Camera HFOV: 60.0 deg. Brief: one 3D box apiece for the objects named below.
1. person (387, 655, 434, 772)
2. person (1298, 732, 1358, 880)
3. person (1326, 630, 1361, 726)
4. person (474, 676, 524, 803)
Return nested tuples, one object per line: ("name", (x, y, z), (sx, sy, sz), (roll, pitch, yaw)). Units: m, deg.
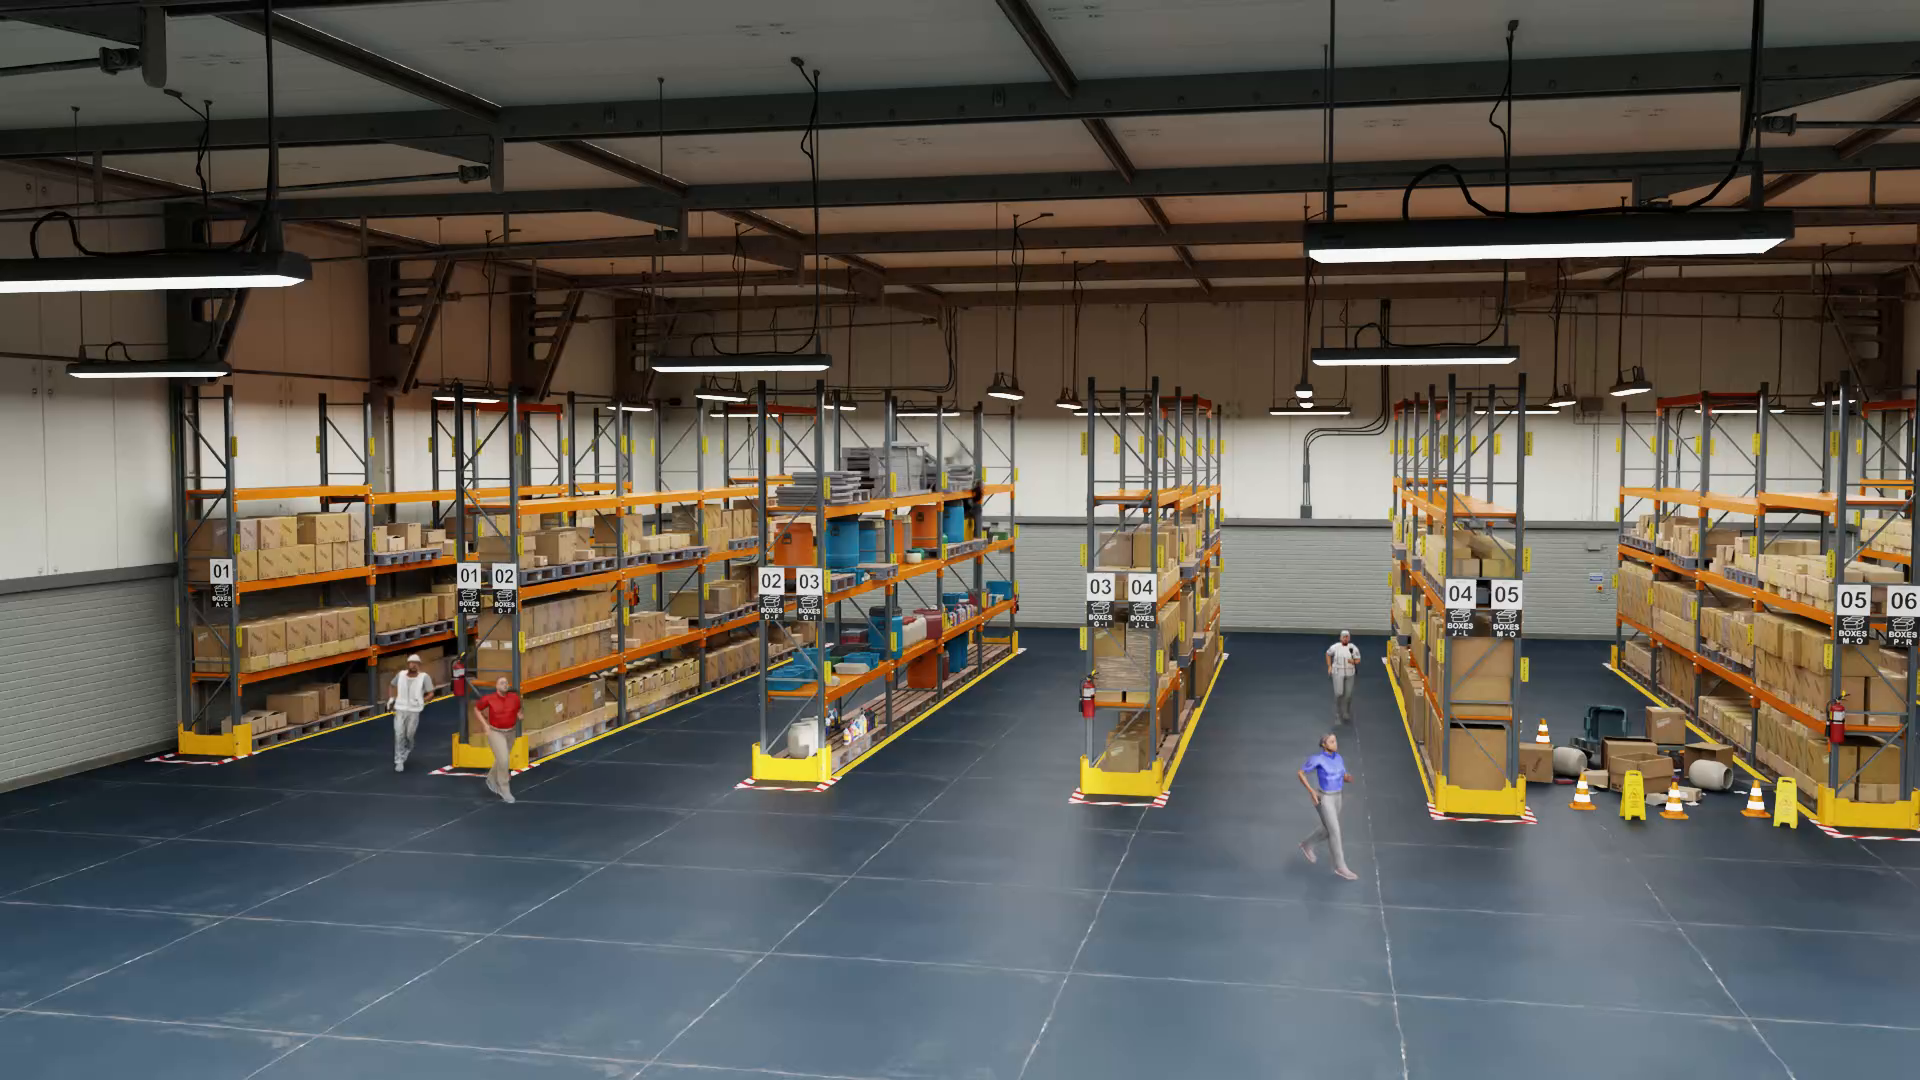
("person", (-8.587, 2.671, 26.002), (0.712, 1.772, 0.833), (-1, 3, -13))
("person", (4.316, 3.066, 19.445), (0.576, 1.647, 0.897), (-3, 4, -38))
("person", (6.953, 2.494, 30.116), (0.577, 1.732, 0.735), (0, 3, 3))
("person", (-6.541, 2.813, 23.711), (0.819, 1.773, 0.654), (3, 4, 41))
